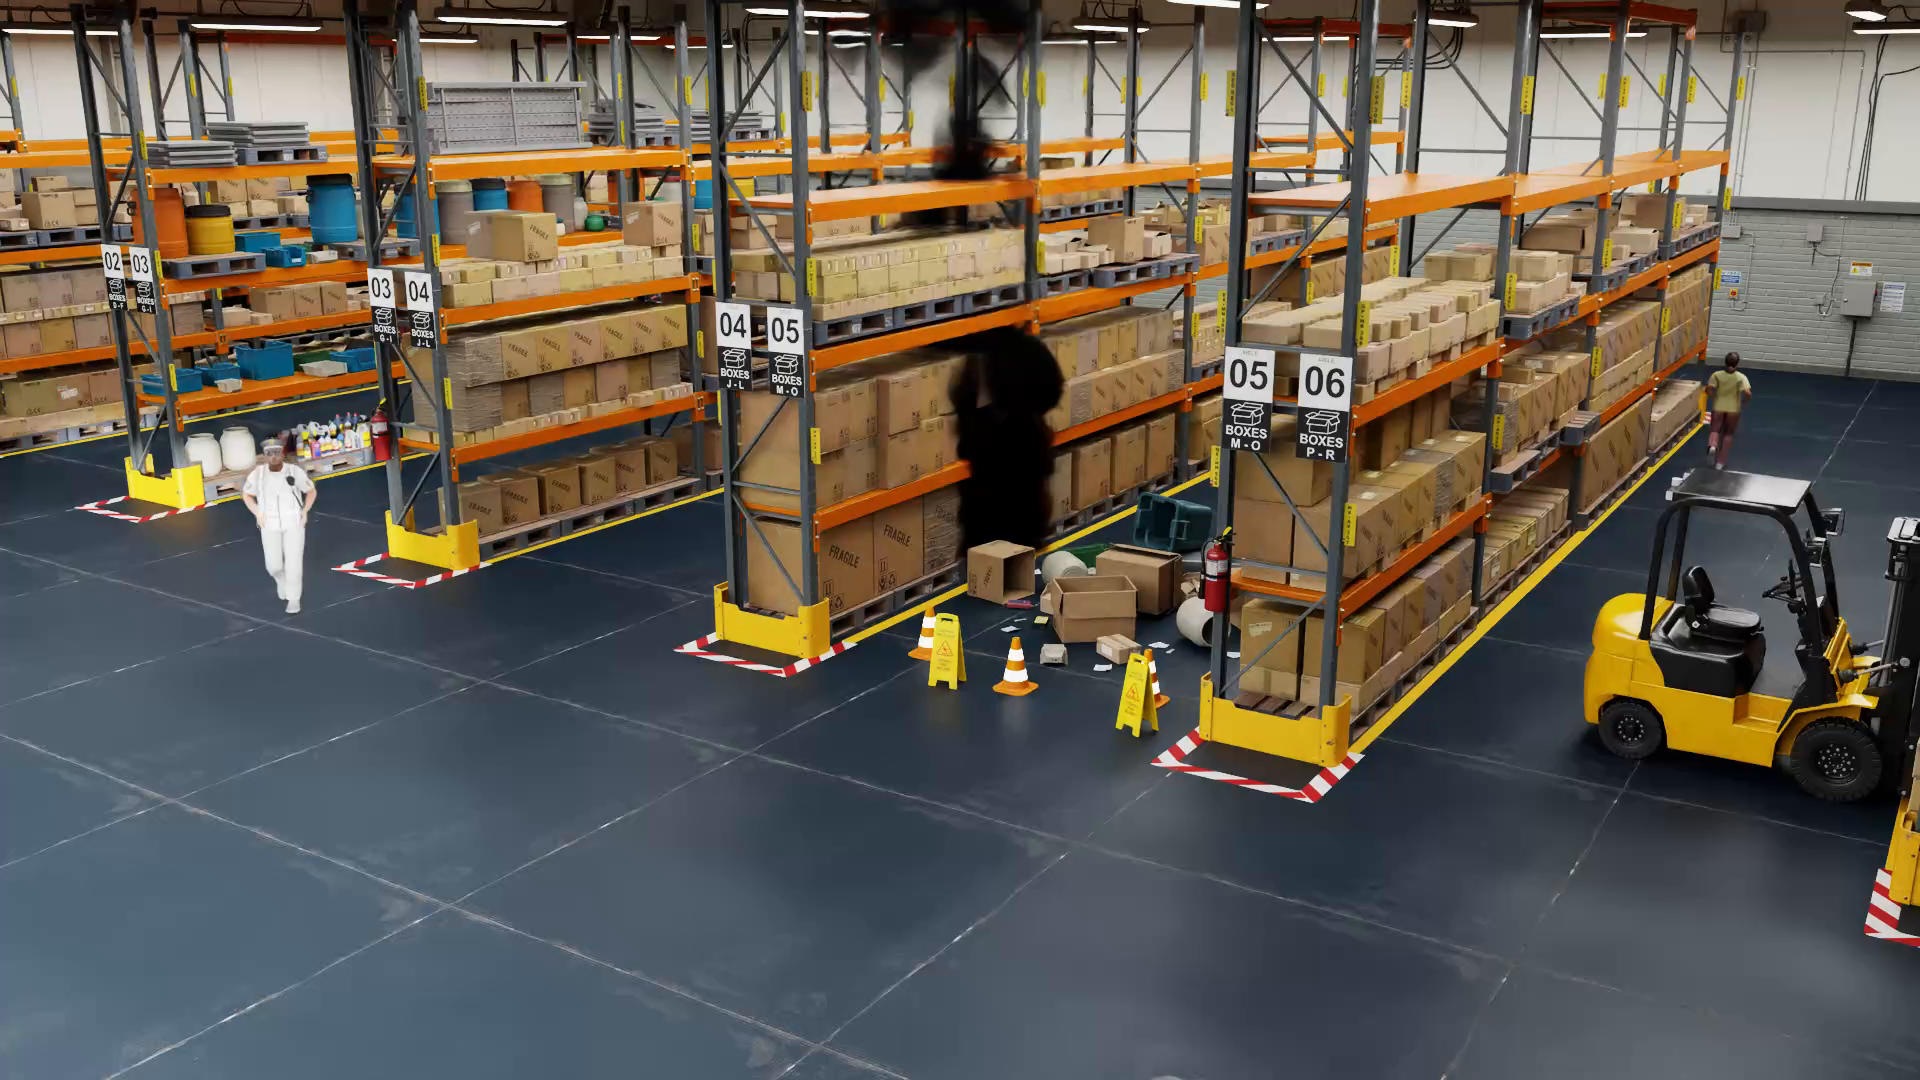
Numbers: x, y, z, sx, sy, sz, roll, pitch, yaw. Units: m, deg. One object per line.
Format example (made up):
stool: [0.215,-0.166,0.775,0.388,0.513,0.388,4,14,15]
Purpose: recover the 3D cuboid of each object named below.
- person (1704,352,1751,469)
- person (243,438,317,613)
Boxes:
person: [10.322,-1.759,22.402,0.580,1.561,0.625,9,18,29]
person: [-6.763,-0.173,16.597,0.689,1.746,0.623,-5,16,-17]
